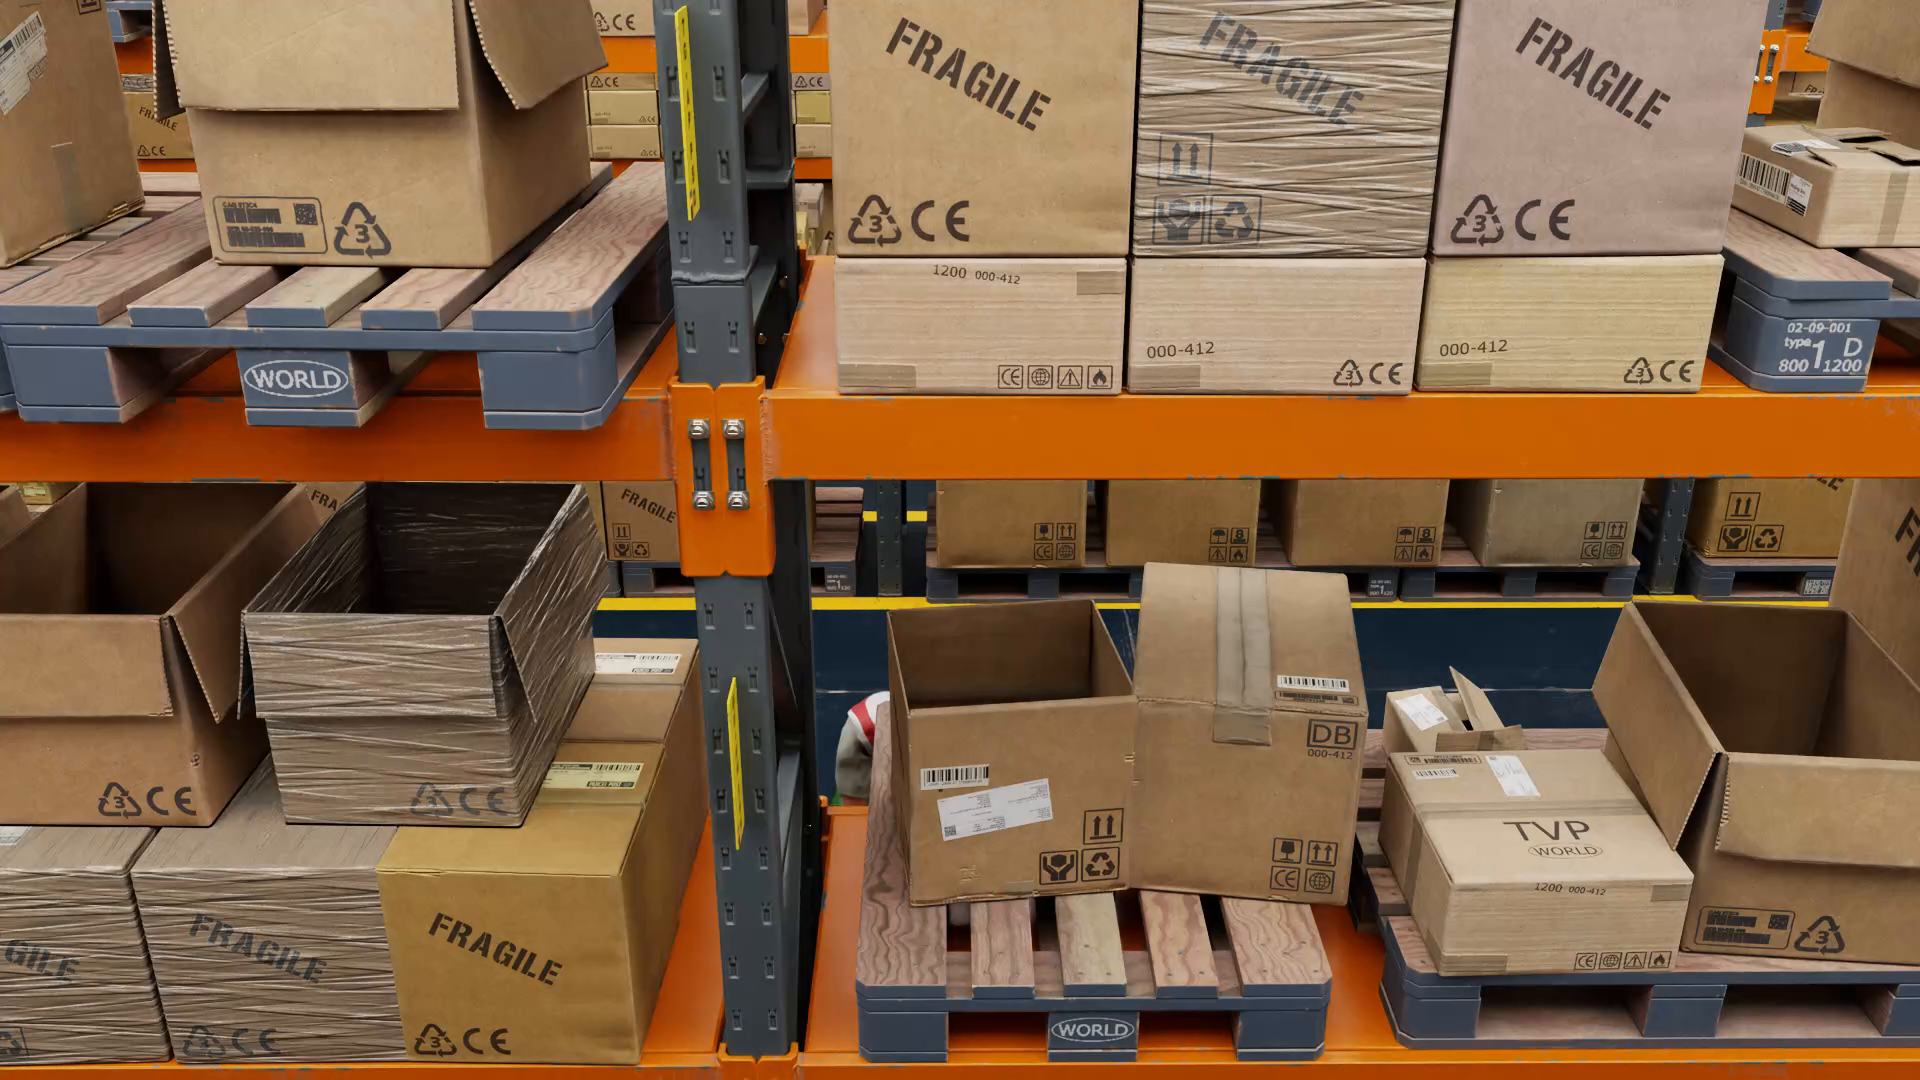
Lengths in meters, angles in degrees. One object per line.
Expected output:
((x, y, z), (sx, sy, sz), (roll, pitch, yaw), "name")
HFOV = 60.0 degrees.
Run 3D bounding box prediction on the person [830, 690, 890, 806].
((-0.205, 0.889, 6.050), (0.547, 1.000, 0.887), (-1, 24, -2), "person")
